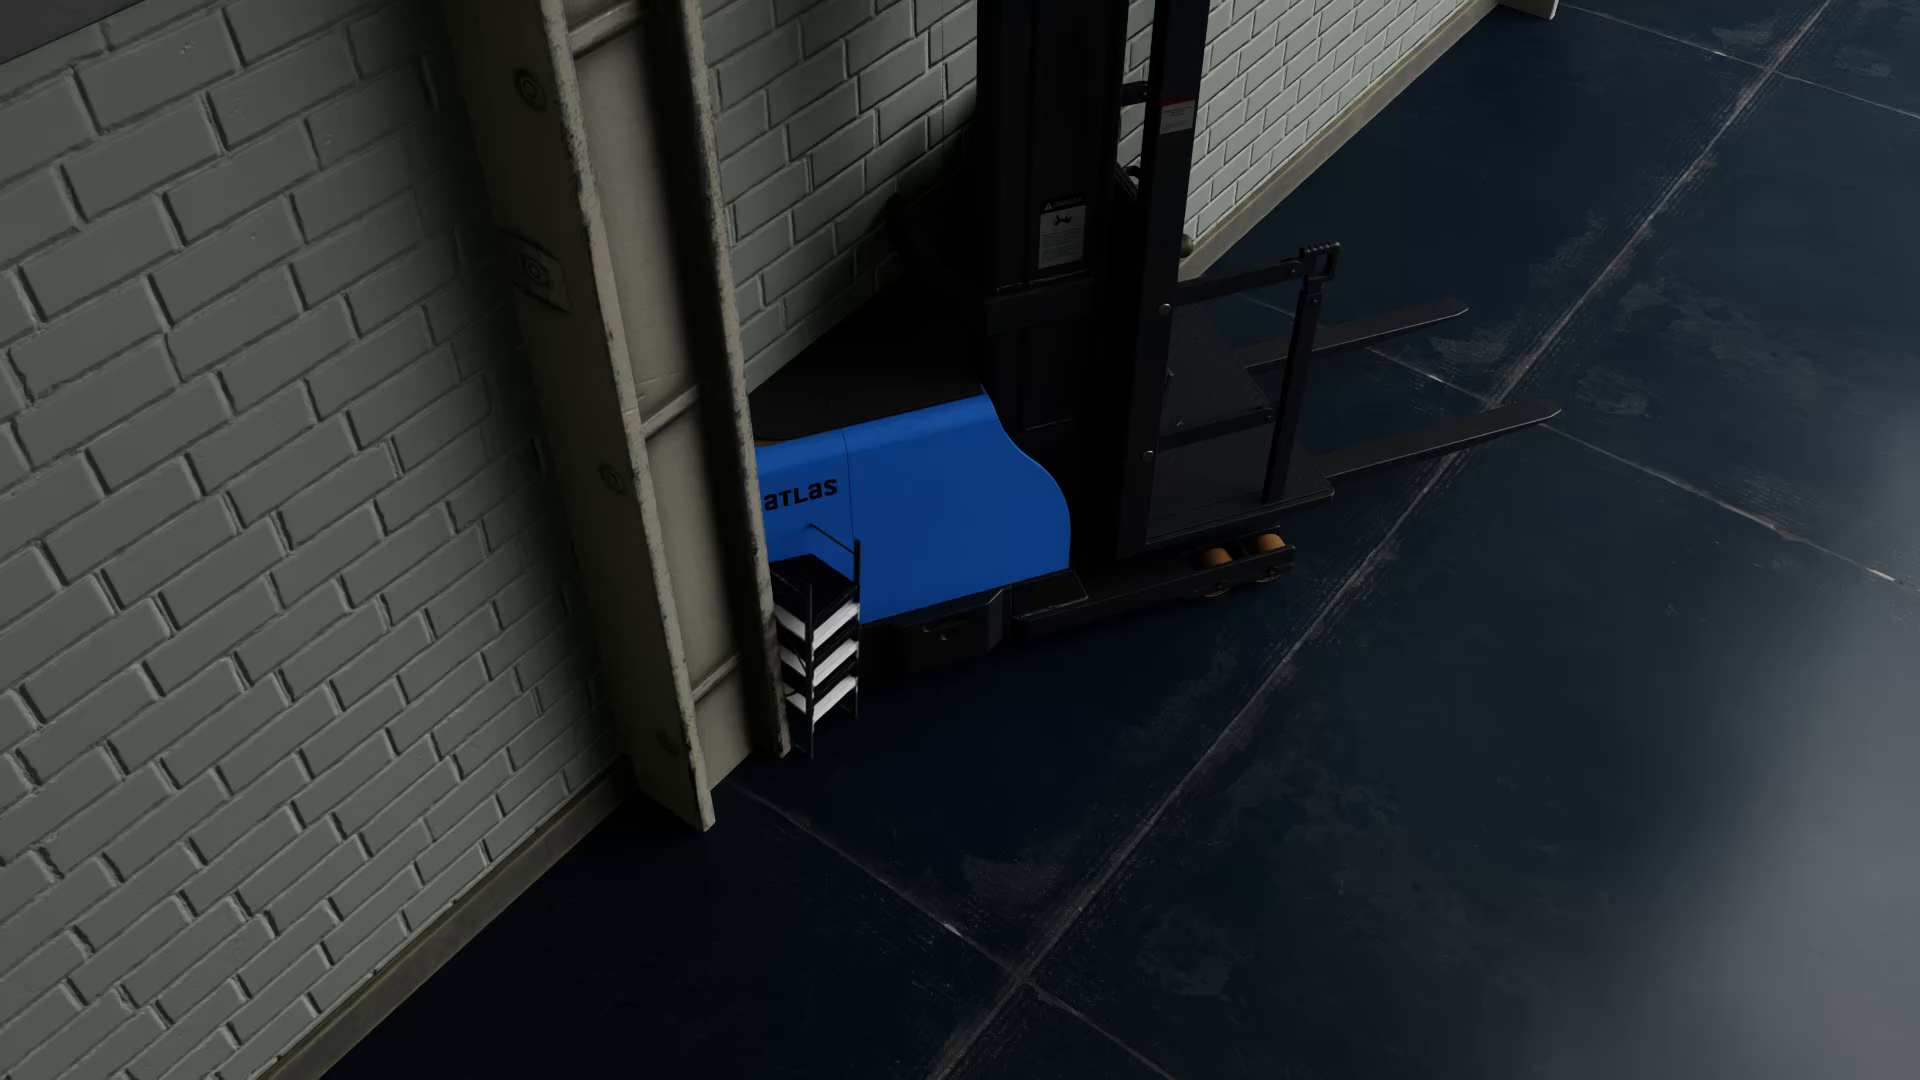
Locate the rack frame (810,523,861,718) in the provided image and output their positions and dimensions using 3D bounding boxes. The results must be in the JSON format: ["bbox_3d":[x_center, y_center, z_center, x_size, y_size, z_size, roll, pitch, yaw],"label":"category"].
[{"bbox_3d":[-0.394,0.240,4.962,0.240,0.900,0.006,33,55,22],"label":"rack frame"}]

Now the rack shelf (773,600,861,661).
[{"bbox_3d":[-0.449,0.202,4.797,0.258,0.077,0.200,33,55,22],"label":"rack shelf"}]

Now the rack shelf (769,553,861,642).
[{"bbox_3d":[-0.444,0.143,4.729,0.258,0.077,0.200,33,55,22],"label":"rack shelf"}]

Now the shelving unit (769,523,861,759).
[{"bbox_3d":[-0.458,0.297,4.908,0.258,0.900,0.210,33,55,22],"label":"shelving unit"}]

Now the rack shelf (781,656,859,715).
[{"bbox_3d":[-0.466,0.377,5.001,0.258,0.077,0.200,33,55,22],"label":"rack shelf"}]

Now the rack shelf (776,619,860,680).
[{"bbox_3d":[-0.455,0.260,4.865,0.258,0.077,0.200,33,55,22],"label":"rack shelf"}]

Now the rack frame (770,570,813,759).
[{"bbox_3d":[-0.522,0.354,4.853,0.240,0.900,0.006,33,55,22],"label":"rack frame"}]

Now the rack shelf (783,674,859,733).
[{"bbox_3d":[-0.472,0.436,5.069,0.258,0.077,0.200,33,55,22],"label":"rack shelf"}]

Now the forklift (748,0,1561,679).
[{"bbox_3d":[0.592,-1.168,4.839,3.031,2.935,1.130,-15,48,-14],"label":"forklift"}]

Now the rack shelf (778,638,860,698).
[{"bbox_3d":[-0.460,0.319,4.933,0.258,0.077,0.200,33,55,22],"label":"rack shelf"}]
